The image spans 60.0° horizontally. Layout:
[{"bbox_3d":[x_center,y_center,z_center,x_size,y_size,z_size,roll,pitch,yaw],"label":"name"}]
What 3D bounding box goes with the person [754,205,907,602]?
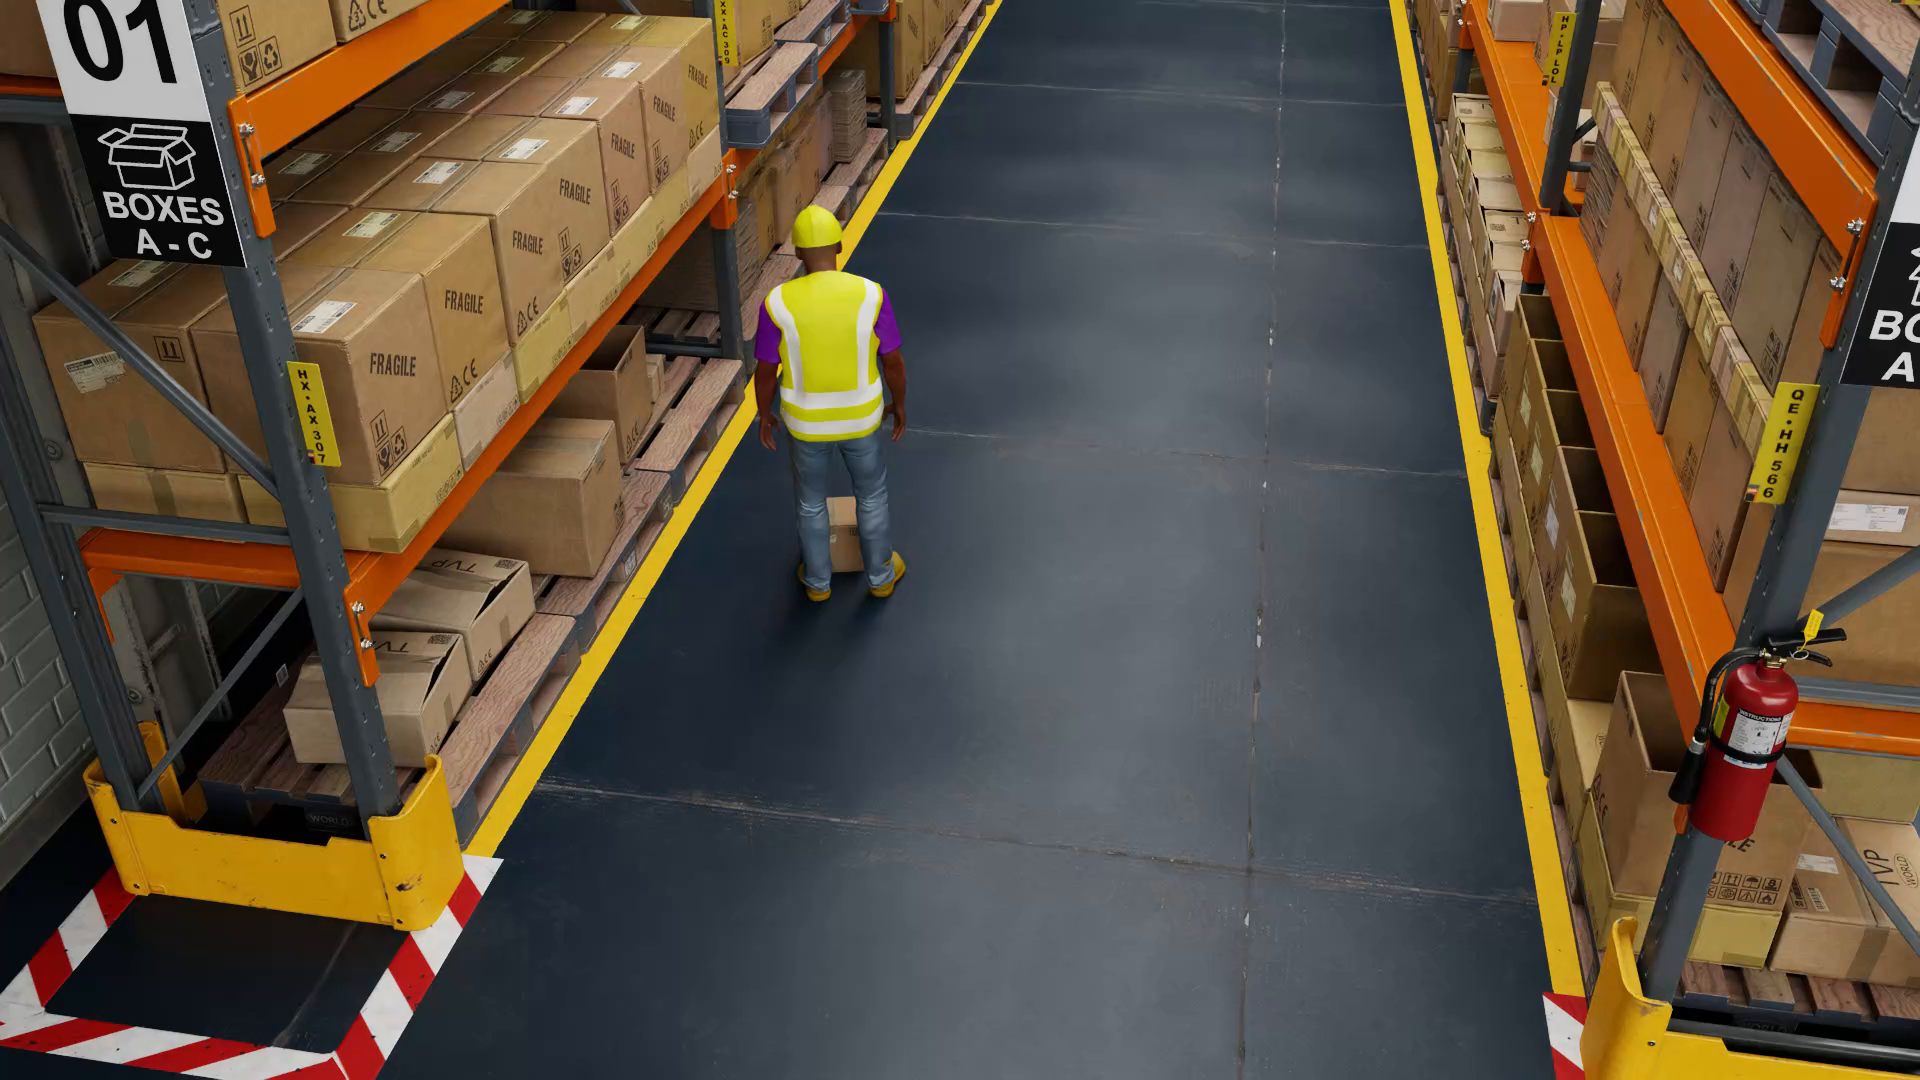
[{"bbox_3d":[-0.537,-0.538,6.979,0.632,1.755,0.462,-4,32,-6],"label":"person"}]
